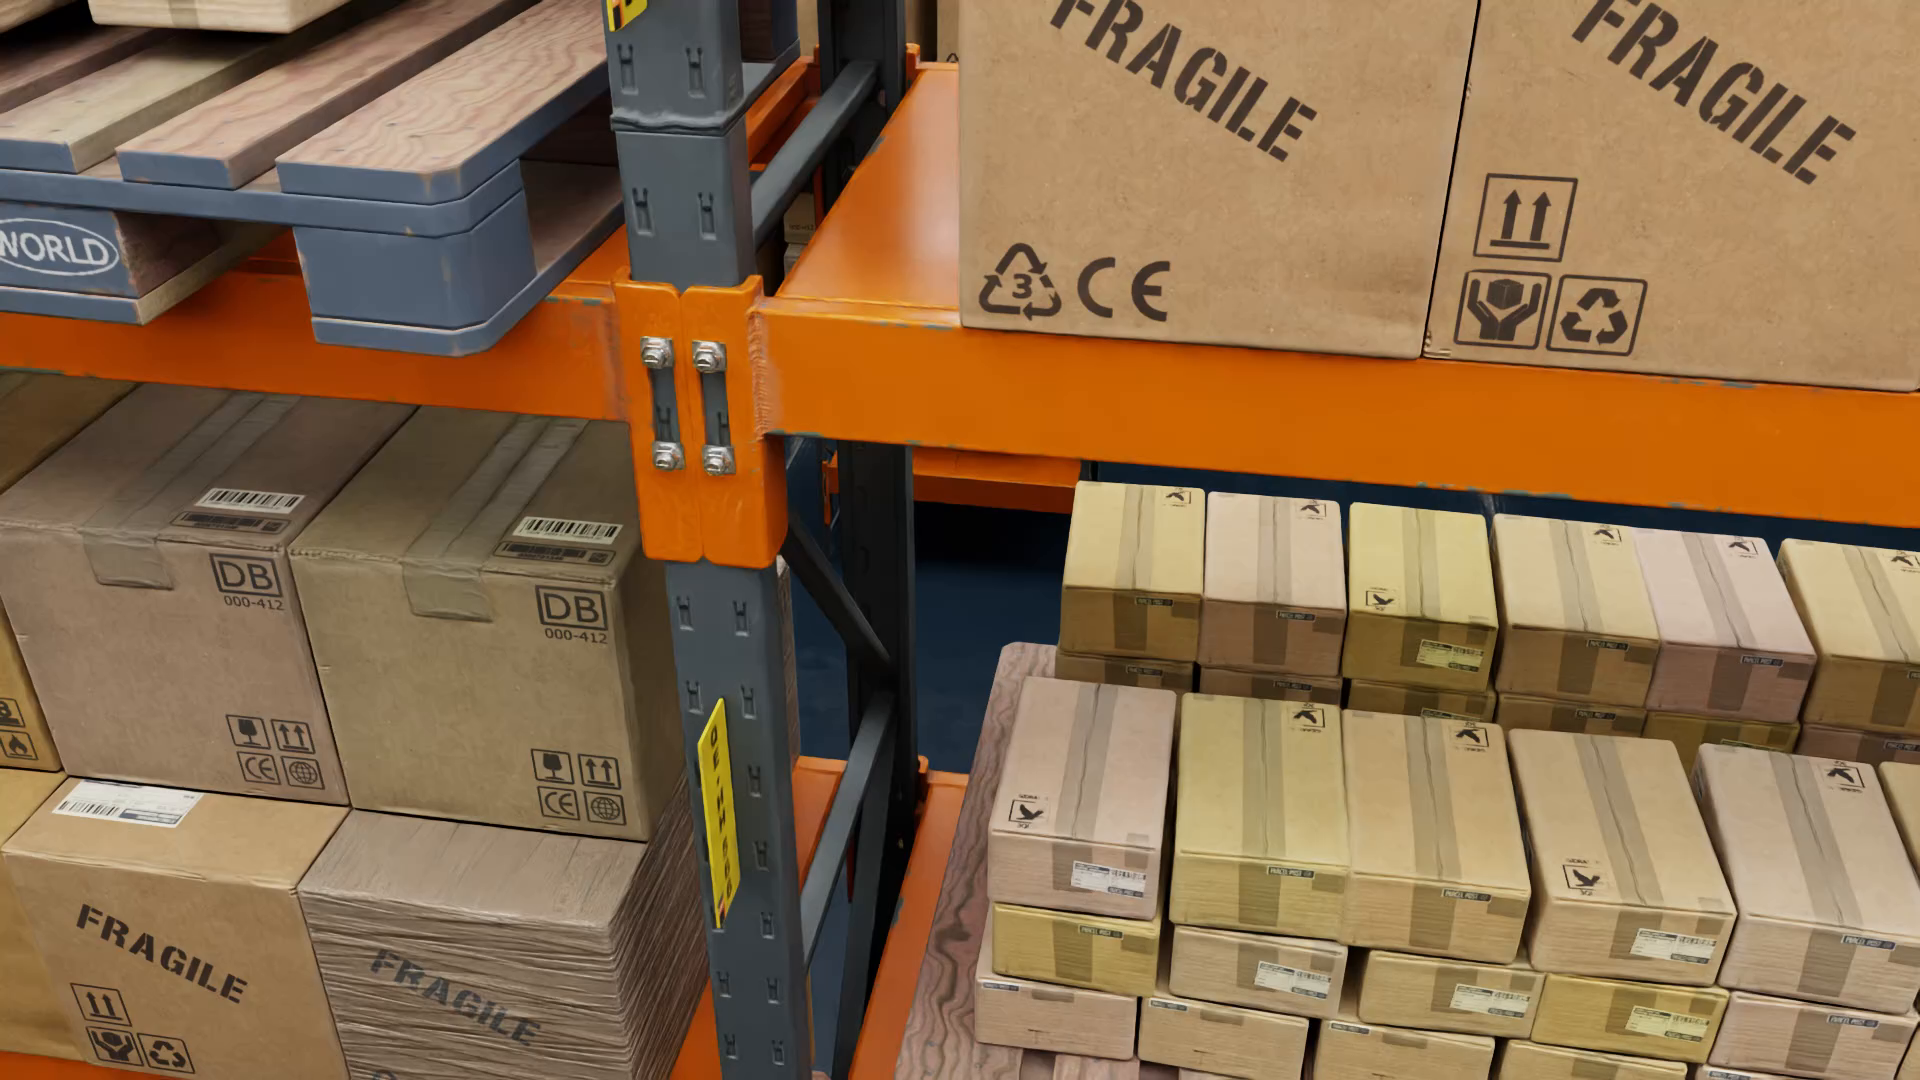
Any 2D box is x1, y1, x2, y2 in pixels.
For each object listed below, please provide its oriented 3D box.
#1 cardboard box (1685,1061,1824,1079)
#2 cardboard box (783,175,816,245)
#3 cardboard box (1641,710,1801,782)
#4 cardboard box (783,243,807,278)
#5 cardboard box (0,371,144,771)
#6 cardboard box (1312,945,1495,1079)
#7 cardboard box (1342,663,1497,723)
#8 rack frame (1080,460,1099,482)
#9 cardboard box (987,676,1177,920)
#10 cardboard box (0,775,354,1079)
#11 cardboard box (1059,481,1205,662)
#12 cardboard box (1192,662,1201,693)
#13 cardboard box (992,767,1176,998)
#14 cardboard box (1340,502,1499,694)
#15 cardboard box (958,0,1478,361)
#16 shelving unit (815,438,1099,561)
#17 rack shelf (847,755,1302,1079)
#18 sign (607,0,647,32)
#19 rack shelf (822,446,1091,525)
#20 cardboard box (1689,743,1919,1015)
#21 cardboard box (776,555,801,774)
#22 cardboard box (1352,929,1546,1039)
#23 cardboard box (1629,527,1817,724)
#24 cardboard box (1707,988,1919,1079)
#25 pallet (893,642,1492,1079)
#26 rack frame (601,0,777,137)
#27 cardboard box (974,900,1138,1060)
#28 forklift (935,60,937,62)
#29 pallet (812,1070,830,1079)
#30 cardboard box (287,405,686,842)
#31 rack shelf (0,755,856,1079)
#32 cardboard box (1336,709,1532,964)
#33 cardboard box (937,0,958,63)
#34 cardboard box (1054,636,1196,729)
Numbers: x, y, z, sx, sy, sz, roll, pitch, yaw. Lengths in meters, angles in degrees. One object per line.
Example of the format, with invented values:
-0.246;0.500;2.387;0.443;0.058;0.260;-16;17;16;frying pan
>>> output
1.234;0.739;2.583;0.250;0.149;0.380;6;33;10;cardboard box
-0.488;-1.545;7.625;0.500;0.250;0.500;9;33;14;cardboard box
1.346;0.271;3.051;0.250;0.149;0.380;5;32;8;cardboard box
-0.511;-1.233;7.834;0.500;0.500;0.700;3;32;4;cardboard box
-1.678;-0.029;2.933;0.500;0.500;0.700;5;32;7;cardboard box
0.705;0.693;2.656;0.250;0.149;0.380;7;33;11;cardboard box
0.854;0.225;3.124;0.250;0.149;0.380;6;33;9;cardboard box
0.508;-0.431;6.378;0.032;1.125;0.500;5;32;8;rack frame
0.195;0.391;2.579;0.250;0.149;0.380;5;32;8;cardboard box
-1.213;0.584;2.896;0.500;0.500;0.500;5;32;8;cardboard box
0.328;0.052;3.121;0.250;0.149;0.380;4;32;6;cardboard box
0.576;0.327;3.242;0.250;0.149;0.380;5;32;8;cardboard box
0.210;0.522;2.650;0.250;0.149;0.380;7;33;10;cardboard box
0.833;0.099;3.046;0.250;0.149;0.380;6;33;10;cardboard box
0.286;-0.552;1.884;0.500;0.500;0.500;5;32;8;cardboard box
0.007;-0.476;6.451;1.048;1.125;0.538;5;32;8;shelving unit
1.739;1.055;2.916;4.000;0.370;1.077;5;32;8;rack shelf
-0.334;-0.663;1.593;0.005;0.325;0.100;5;32;8;sign
0.007;-0.269;6.580;1.000;0.278;0.538;5;32;8;rack shelf
1.225;0.484;2.430;0.250;0.149;0.380;7;33;10;cardboard box
-0.630;0.348;3.273;0.500;0.500;0.500;6;32;9;cardboard box
0.742;0.567;2.577;0.250;0.149;0.380;4;32;7;cardboard box
1.334;0.145;2.971;0.250;0.149;0.380;5;32;8;cardboard box
1.236;0.612;2.505;0.250;0.149;0.380;5;32;8;cardboard box
0.488;0.661;3.048;1.003;0.211;1.213;5;32;8;pallet
-0.232;-1.972;1.418;0.127;3.000;1.000;5;32;8;rack frame
0.175;0.645;2.733;0.250;0.149;0.380;5;32;8;cardboard box
-0.085;-3.224;9.138;1.130;2.935;3.031;-1;32;-1;forklift
-0.997;1.644;3.925;1.213;0.211;1.003;5;32;8;pallet
-0.673;0.060;2.791;0.500;0.500;0.700;5;32;8;cardboard box
-2.204;0.698;3.486;4.000;0.370;1.077;5;32;8;rack shelf
0.697;0.437;2.505;0.250;0.149;0.380;5;32;8;cardboard box
0.163;-2.261;7.046;0.500;0.500;0.500;1;32;2;cardboard box
0.331;0.180;3.196;0.250;0.149;0.380;6;33;9;cardboard box
